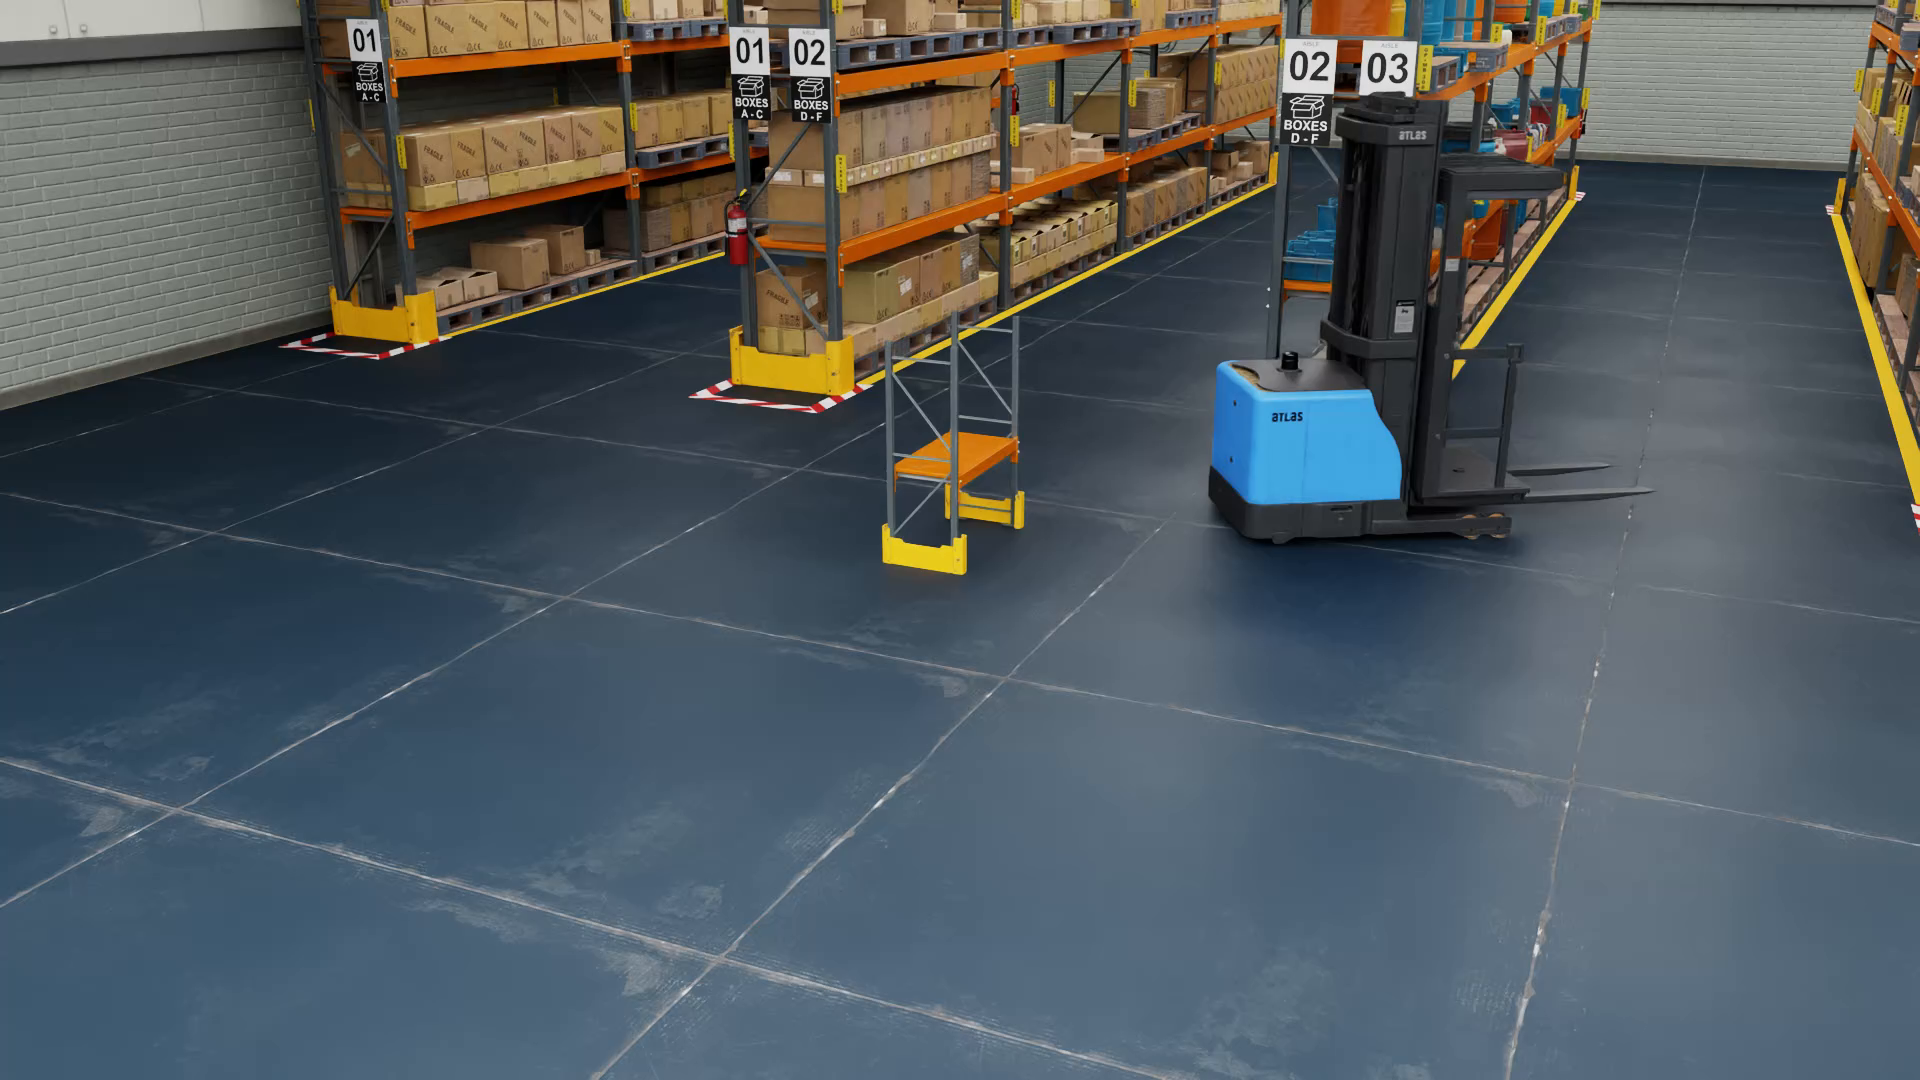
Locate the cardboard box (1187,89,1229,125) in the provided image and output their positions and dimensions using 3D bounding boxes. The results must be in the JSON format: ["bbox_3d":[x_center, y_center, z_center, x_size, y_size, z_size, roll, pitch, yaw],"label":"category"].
[{"bbox_3d":[3.820,-6.696,25.671,0.500,0.500,0.500,9,22,24],"label":"cardboard box"}]

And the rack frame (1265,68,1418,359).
[{"bbox_3d":[2.966,-2.181,13.126,1.000,3.000,0.127,9,21,23],"label":"rack frame"}]

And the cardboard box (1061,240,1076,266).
[{"bbox_3d":[1.107,-3.547,20.442,0.500,0.250,0.500,9,21,24],"label":"cardboard box"}]

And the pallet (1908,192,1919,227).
[{"bbox_3d":[9.987,-3.246,16.406,1.003,0.211,1.213,9,21,23],"label":"pallet"}]

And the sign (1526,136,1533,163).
[{"bbox_3d":[6.747,-4.630,19.769,0.100,0.325,0.005,9,21,23],"label":"sign"}]

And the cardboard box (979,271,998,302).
[{"bbox_3d":[0.096,-2.815,18.386,0.500,0.250,0.500,9,21,23],"label":"cardboard box"}]

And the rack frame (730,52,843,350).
[{"bbox_3d":[-1.552,-2.862,15.040,1.000,3.000,0.127,9,21,23],"label":"rack frame"}]

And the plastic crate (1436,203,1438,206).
[{"bbox_3d":[4.273,-3.232,16.173,0.767,0.338,0.504,9,21,23],"label":"plastic crate"}]

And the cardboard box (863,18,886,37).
[{"bbox_3d":[-0.909,-4.756,15.429,0.380,0.149,0.250,9,21,23],"label":"cardboard box"}]

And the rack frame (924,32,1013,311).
[{"bbox_3d":[0.086,-4.085,18.478,1.000,3.000,0.127,9,21,23],"label":"rack frame"}]

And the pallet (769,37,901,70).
[{"bbox_3d":[-1.238,-4.446,15.150,1.003,0.211,1.213,9,21,23],"label":"pallet"}]

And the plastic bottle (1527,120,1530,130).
[{"bbox_3d":[7.670,-5.520,22.588,0.144,0.351,0.185,9,21,23],"label":"plastic bottle"}]

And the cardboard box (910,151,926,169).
[{"bbox_3d":[-0.564,-3.775,16.490,0.380,0.149,0.250,9,21,23],"label":"cardboard box"}]

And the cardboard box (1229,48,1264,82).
[{"bbox_3d":[4.655,-7.784,27.238,0.500,0.500,0.500,9,22,24],"label":"cardboard box"}]

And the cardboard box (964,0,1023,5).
[{"bbox_3d":[0.375,-6.162,18.320,0.500,0.500,0.500,9,21,23],"label":"cardboard box"}]

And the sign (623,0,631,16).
[{"bbox_3d":[-3.936,-6.348,19.594,0.100,0.325,0.005,9,21,23],"label":"sign"}]

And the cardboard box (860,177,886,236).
[{"bbox_3d":[-1.138,-3.211,15.873,0.700,0.500,0.500,9,22,24],"label":"cardboard box"}]

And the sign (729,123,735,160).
[{"bbox_3d":[-2.041,-3.598,15.028,0.100,0.325,0.005,9,21,23],"label":"sign"}]

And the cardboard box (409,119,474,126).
[{"bbox_3d":[-5.650,-4.317,18.206,0.500,0.500,0.500,8,21,21],"label":"cardboard box"}]

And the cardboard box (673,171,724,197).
[{"bbox_3d":[-3.540,-4.818,22.495,0.500,0.250,0.500,8,21,22],"label":"cardboard box"}]

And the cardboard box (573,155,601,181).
[{"bbox_3d":[-4.563,-4.365,19.459,0.500,0.250,0.500,9,21,23],"label":"cardboard box"}]

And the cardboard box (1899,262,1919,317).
[{"bbox_3d":[10.289,-2.598,17.371,0.700,0.500,0.500,7,21,18],"label":"cardboard box"}]

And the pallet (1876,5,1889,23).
[{"bbox_3d":[13.742,-7.536,23.838,1.003,0.211,1.213,9,21,23],"label":"pallet"}]

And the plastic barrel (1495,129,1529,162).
[{"bbox_3d":[6.328,-4.507,19.464,0.600,0.536,0.708,9,21,23],"label":"plastic barrel"}]

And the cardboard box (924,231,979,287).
[{"bbox_3d":[-0.119,-3.018,17.835,0.500,0.500,0.500,9,21,23],"label":"cardboard box"}]

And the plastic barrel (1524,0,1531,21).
[{"bbox_3d":[6.886,-6.457,20.277,0.294,0.245,0.294,0,20,0],"label":"plastic barrel"}]

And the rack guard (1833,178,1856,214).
[{"bbox_3d":[14.046,-5.222,25.407,1.175,0.500,0.348,9,21,23],"label":"rack guard"}]

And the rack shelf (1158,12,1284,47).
[{"bbox_3d":[4.181,-8.216,26.692,1.077,0.370,4.000,9,21,23],"label":"rack shelf"}]

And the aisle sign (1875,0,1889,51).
[{"bbox_3d":[13.792,-7.681,24.710,0.394,0.787,0.004,9,21,23],"label":"aisle sign"}]

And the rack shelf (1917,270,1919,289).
[{"bbox_3d":[8.304,-1.774,13.054,1.077,0.370,4.000,9,21,23],"label":"rack shelf"}]

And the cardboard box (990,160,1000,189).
[{"bbox_3d":[0.248,-4.171,18.943,0.500,0.250,0.500,10,22,26],"label":"cardboard box"}]

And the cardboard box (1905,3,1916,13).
[{"bbox_3d":[12.664,-7.123,21.619,0.700,0.500,0.500,7,21,20],"label":"cardboard box"}]

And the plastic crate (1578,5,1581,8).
[{"bbox_3d":[8.639,-7.543,23.922,0.497,0.269,0.590,9,21,23],"label":"plastic crate"}]

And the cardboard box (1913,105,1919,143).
[{"bbox_3d":[11.075,-4.688,18.529,0.797,0.503,0.637,9,22,25],"label":"cardboard box"}]

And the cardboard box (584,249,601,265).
[{"bbox_3d":[-4.626,-3.468,20.316,0.380,0.166,0.250,6,20,16],"label":"cardboard box"}]

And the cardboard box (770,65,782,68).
[{"bbox_3d":[-2.632,-6.868,24.563,0.500,0.250,0.500,8,21,21],"label":"cardboard box"}]

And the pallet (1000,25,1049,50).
[{"bbox_3d":[0.436,-5.679,18.771,0.805,0.209,1.217,8,21,21],"label":"pallet"}]

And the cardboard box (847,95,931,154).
[{"bbox_3d":[-0.706,-4.146,16.566,0.700,0.500,0.500,9,21,23],"label":"cardboard box"}]

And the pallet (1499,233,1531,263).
[{"bbox_3d":[7.028,-3.931,22.208,1.003,0.211,1.213,9,21,23],"label":"pallet"}]

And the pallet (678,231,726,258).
[{"bbox_3d":[-3.619,-4.062,22.576,1.003,0.211,1.213,9,21,23],"label":"pallet"}]

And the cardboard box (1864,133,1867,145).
[{"bbox_3d":[12.646,-5.504,22.845,0.380,0.149,0.250,9,21,24],"label":"cardboard box"}]

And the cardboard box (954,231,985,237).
[{"bbox_3d":[-0.009,-3.415,19.233,0.500,0.311,0.500,9,21,23],"label":"cardboard box"}]

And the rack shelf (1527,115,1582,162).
[{"bbox_3d":[8.699,-6.122,25.280,1.077,0.370,4.000,9,21,23],"label":"rack shelf"}]

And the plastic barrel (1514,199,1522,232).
[{"bbox_3d":[7.352,-4.678,22.652,0.600,0.901,0.708,9,21,23],"label":"plastic barrel"}]

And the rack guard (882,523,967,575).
[{"bbox_3d":[-0.235,0.058,10.933,0.587,0.250,0.087,9,21,23],"label":"rack guard"}]

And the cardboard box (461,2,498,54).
[{"bbox_3d":[-5.246,-5.397,17.512,0.500,0.500,0.500,10,22,25],"label":"cardboard box"}]

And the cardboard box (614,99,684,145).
[{"bbox_3d":[-3.959,-5.339,21.198,0.700,0.500,0.500,11,22,28],"label":"cardboard box"}]

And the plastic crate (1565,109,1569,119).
[{"bbox_3d":[9.349,-6.702,26.142,0.396,0.136,0.243,9,21,23],"label":"plastic crate"}]

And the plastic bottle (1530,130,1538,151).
[{"bbox_3d":[7.602,-5.319,22.135,0.152,0.276,0.135,9,21,23],"label":"plastic bottle"}]

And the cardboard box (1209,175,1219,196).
[{"bbox_3d":[3.732,-5.569,26.009,0.500,0.311,0.500,9,21,23],"label":"cardboard box"}]

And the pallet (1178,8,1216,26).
[{"bbox_3d":[3.031,-7.665,24.350,1.213,0.211,1.003,9,21,23],"label":"pallet"}]

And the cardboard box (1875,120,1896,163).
[{"bbox_3d":[11.777,-4.957,20.781,0.500,0.500,0.500,9,21,23],"label":"cardboard box"}]

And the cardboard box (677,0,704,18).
[{"bbox_3d":[-3.633,-6.955,21.296,0.500,0.500,0.500,8,21,21],"label":"cardboard box"}]

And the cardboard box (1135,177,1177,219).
[{"bbox_3d":[2.800,-4.911,23.875,0.500,0.500,0.500,8,21,21],"label":"cardboard box"}]

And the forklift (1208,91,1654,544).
[{"bbox_3d":[3.373,-1.558,11.476,3.031,2.935,1.130,-3,20,-7],"label":"forklift"}]

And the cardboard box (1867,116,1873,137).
[{"bbox_3d":[12.550,-5.569,22.431,0.500,0.250,0.500,9,22,24],"label":"cardboard box"}]

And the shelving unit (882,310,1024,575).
[{"bbox_3d":[-0.031,-0.683,11.152,0.587,1.500,1.083,9,21,23],"label":"shelving unit"}]
